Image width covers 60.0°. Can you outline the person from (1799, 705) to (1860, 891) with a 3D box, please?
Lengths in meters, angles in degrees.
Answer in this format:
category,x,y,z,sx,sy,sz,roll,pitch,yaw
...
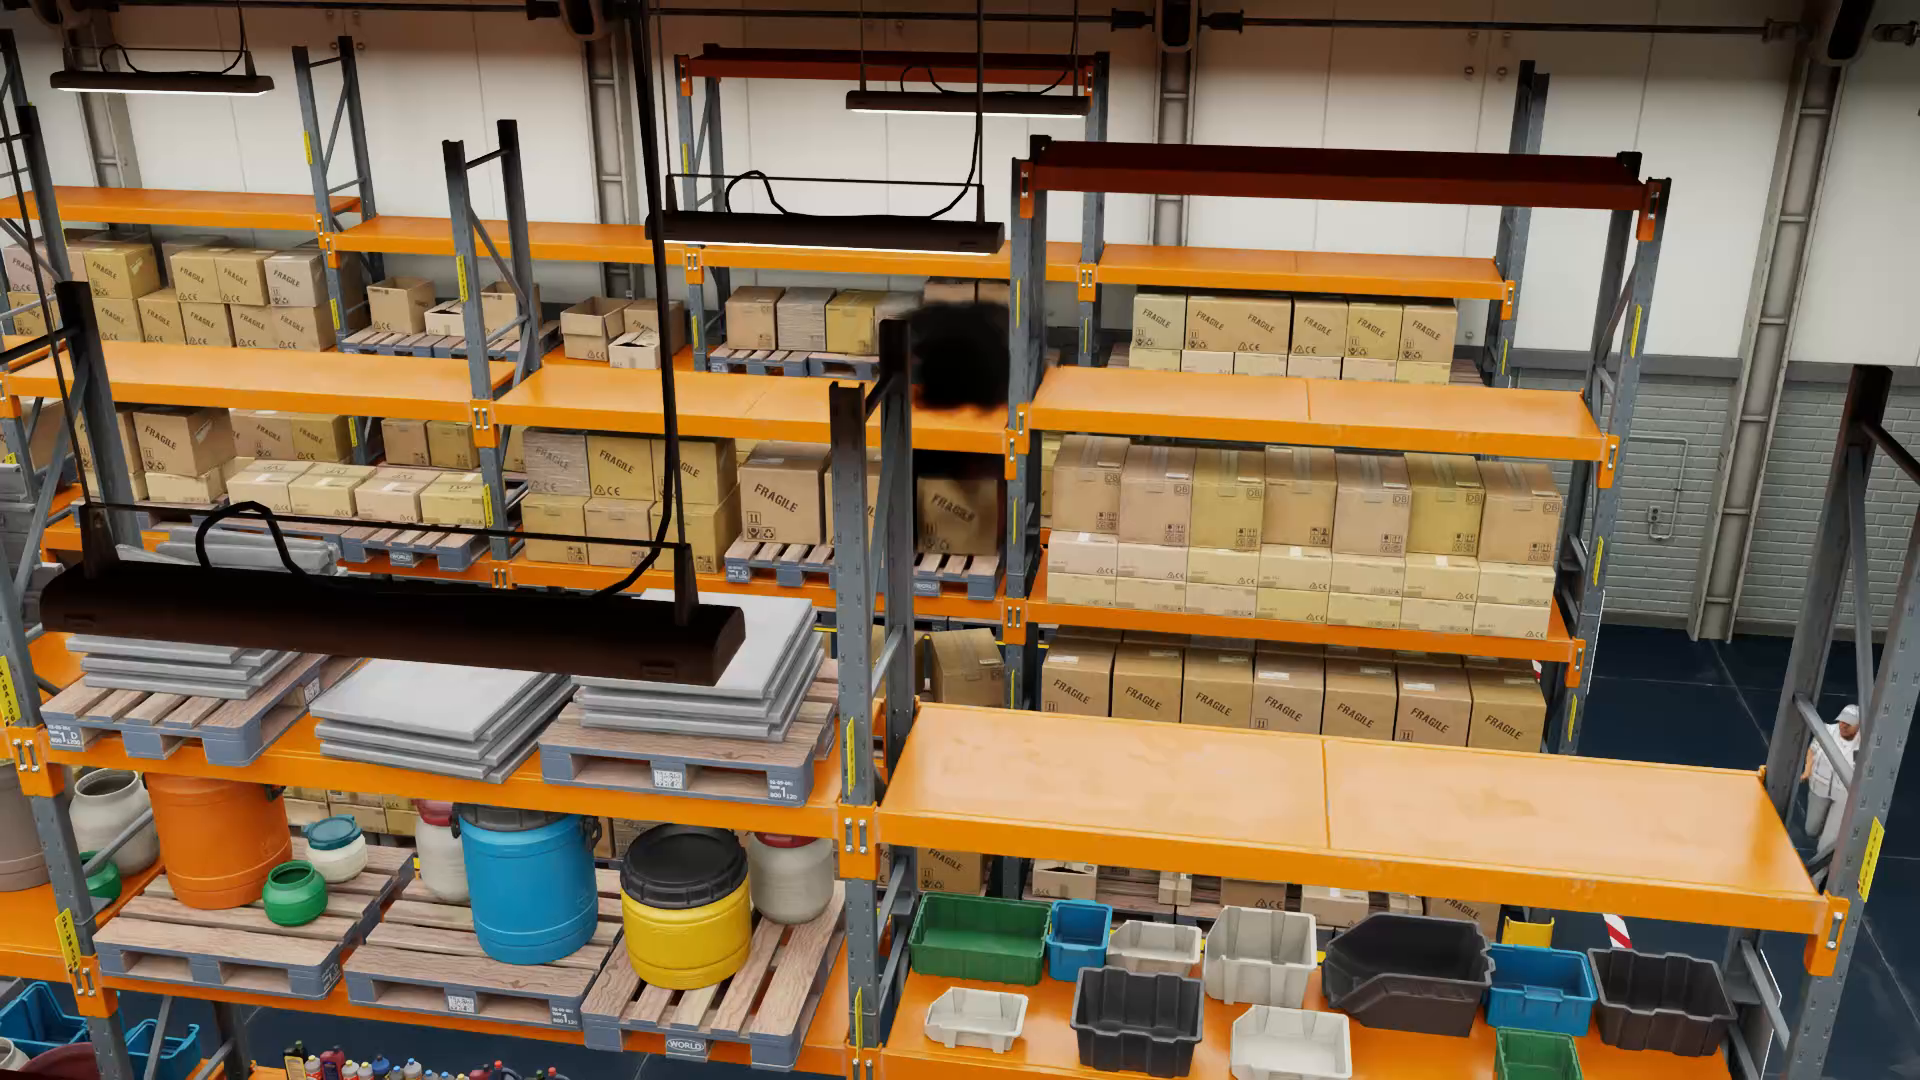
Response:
category,x,y,z,sx,sy,sz,roll,pitch,yaw
person,7.165,2.029,13.531,0.593,1.640,0.768,21,31,40
